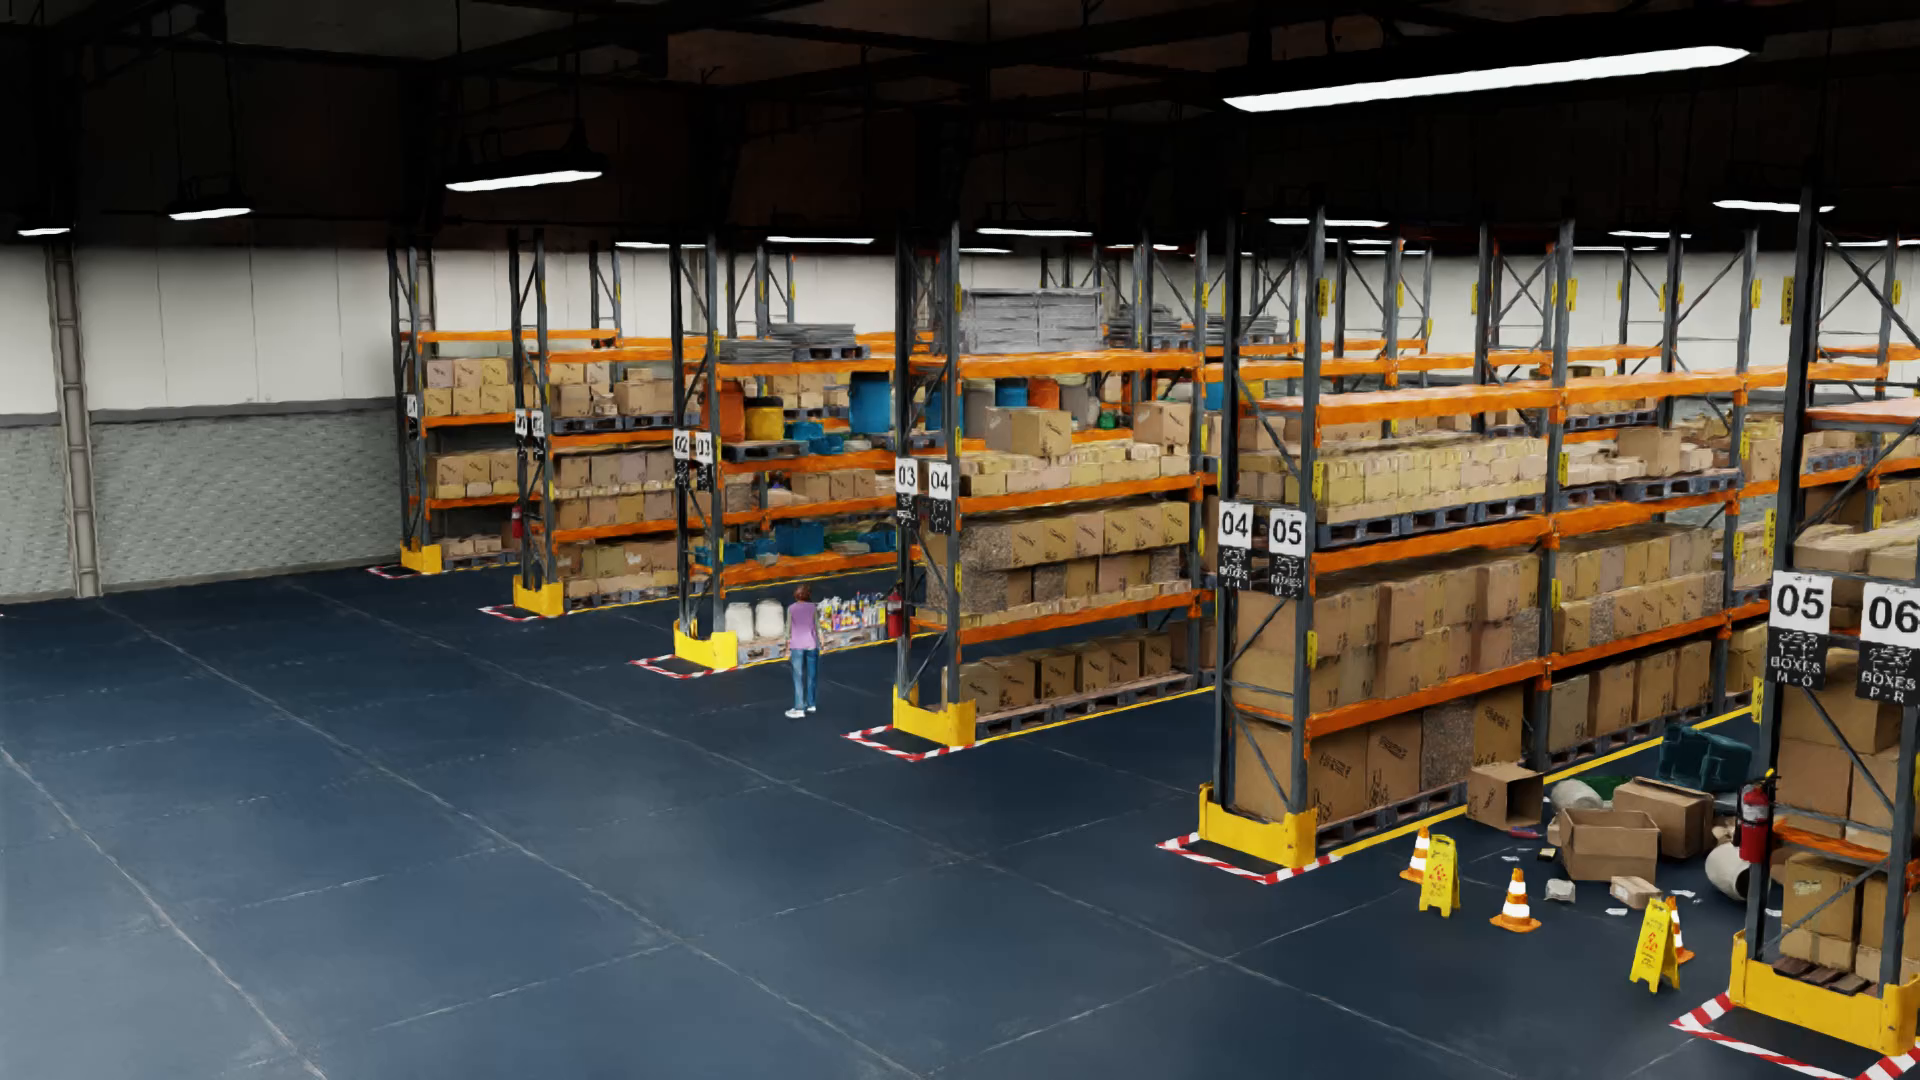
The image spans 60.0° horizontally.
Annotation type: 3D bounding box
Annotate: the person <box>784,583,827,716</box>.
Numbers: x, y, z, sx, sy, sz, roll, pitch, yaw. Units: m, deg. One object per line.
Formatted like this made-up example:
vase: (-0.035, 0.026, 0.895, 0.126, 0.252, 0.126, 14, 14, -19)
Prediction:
person: (-1.873, 1.302, 20.029, 0.534, 1.590, 0.536, -3, 9, -17)

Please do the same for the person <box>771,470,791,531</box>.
person: (-3.374, -0.493, 31.459, 0.422, 1.663, 0.502, 3, 9, 18)
